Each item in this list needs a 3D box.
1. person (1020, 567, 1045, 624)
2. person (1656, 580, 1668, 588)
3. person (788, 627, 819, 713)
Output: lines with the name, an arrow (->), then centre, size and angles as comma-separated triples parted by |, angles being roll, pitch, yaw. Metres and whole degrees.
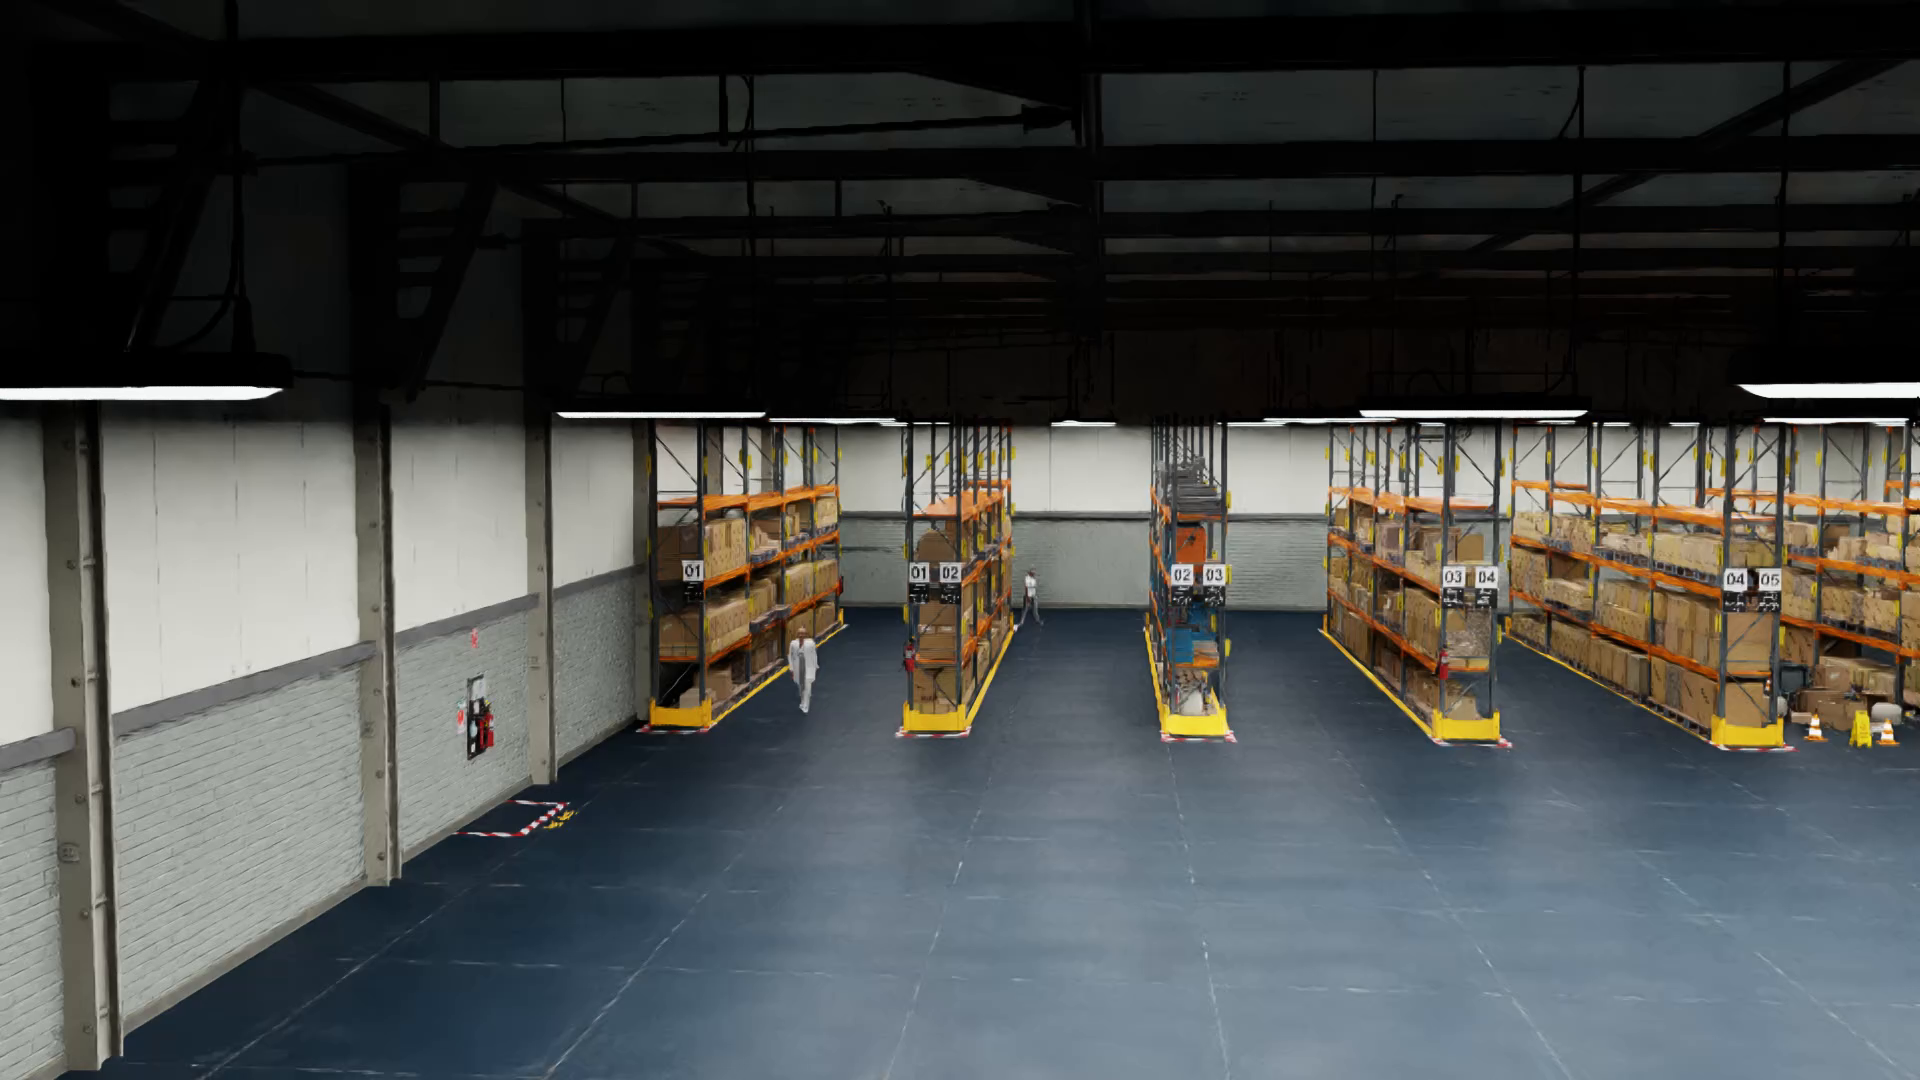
person -> 2.081, 1.614, 48.518 | 0.557, 1.670, 0.697 | 3, 5, 39
person -> 21.022, 1.548, 49.842 | 0.503, 1.660, 0.566 | 3, 5, 42
person -> -3.177, 2.596, 33.498 | 0.599, 1.695, 1.175 | 1, 4, 8
